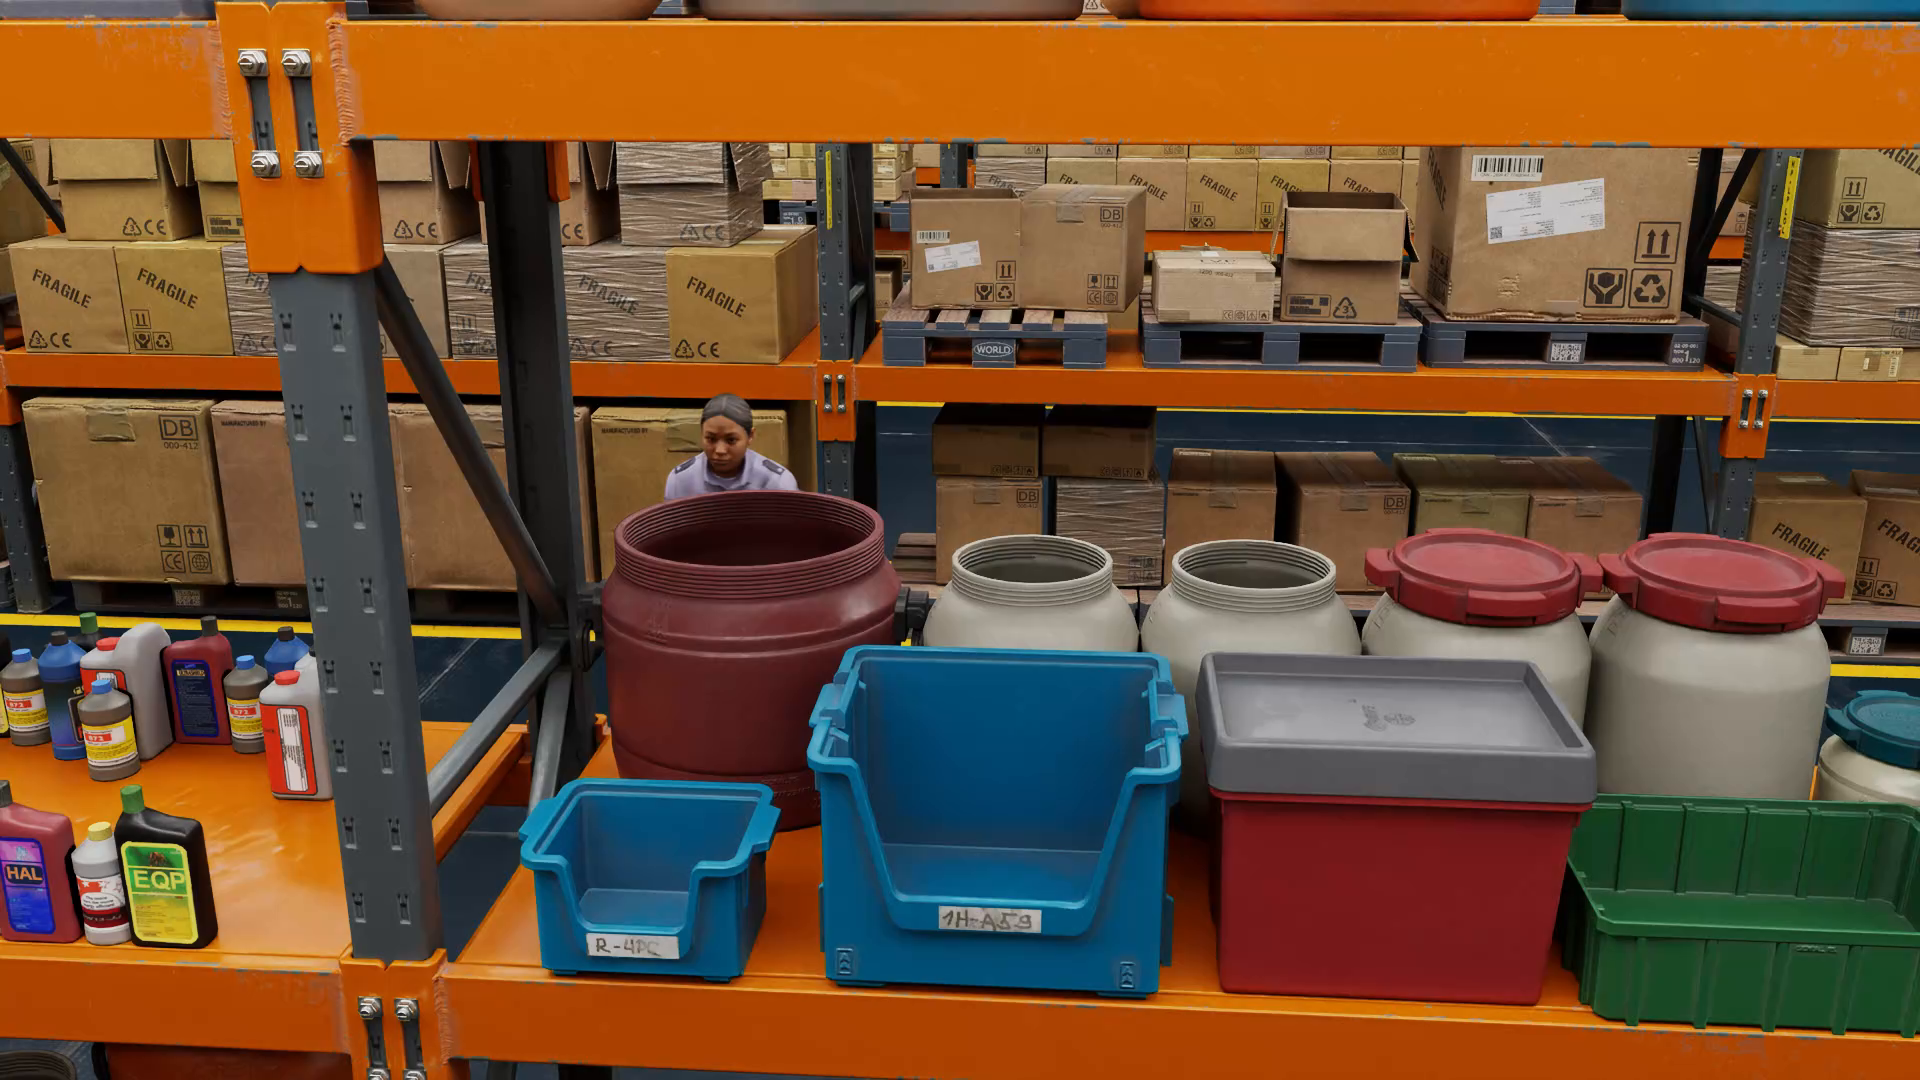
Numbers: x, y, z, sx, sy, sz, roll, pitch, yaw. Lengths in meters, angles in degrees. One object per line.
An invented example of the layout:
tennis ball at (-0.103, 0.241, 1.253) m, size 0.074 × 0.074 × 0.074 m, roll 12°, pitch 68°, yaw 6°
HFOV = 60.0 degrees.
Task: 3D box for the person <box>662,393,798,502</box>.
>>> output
person at (-0.768, 0.298, 5.632) m, size 0.540 × 1.648 × 0.369 m, roll 1°, pitch 18°, yaw 4°
